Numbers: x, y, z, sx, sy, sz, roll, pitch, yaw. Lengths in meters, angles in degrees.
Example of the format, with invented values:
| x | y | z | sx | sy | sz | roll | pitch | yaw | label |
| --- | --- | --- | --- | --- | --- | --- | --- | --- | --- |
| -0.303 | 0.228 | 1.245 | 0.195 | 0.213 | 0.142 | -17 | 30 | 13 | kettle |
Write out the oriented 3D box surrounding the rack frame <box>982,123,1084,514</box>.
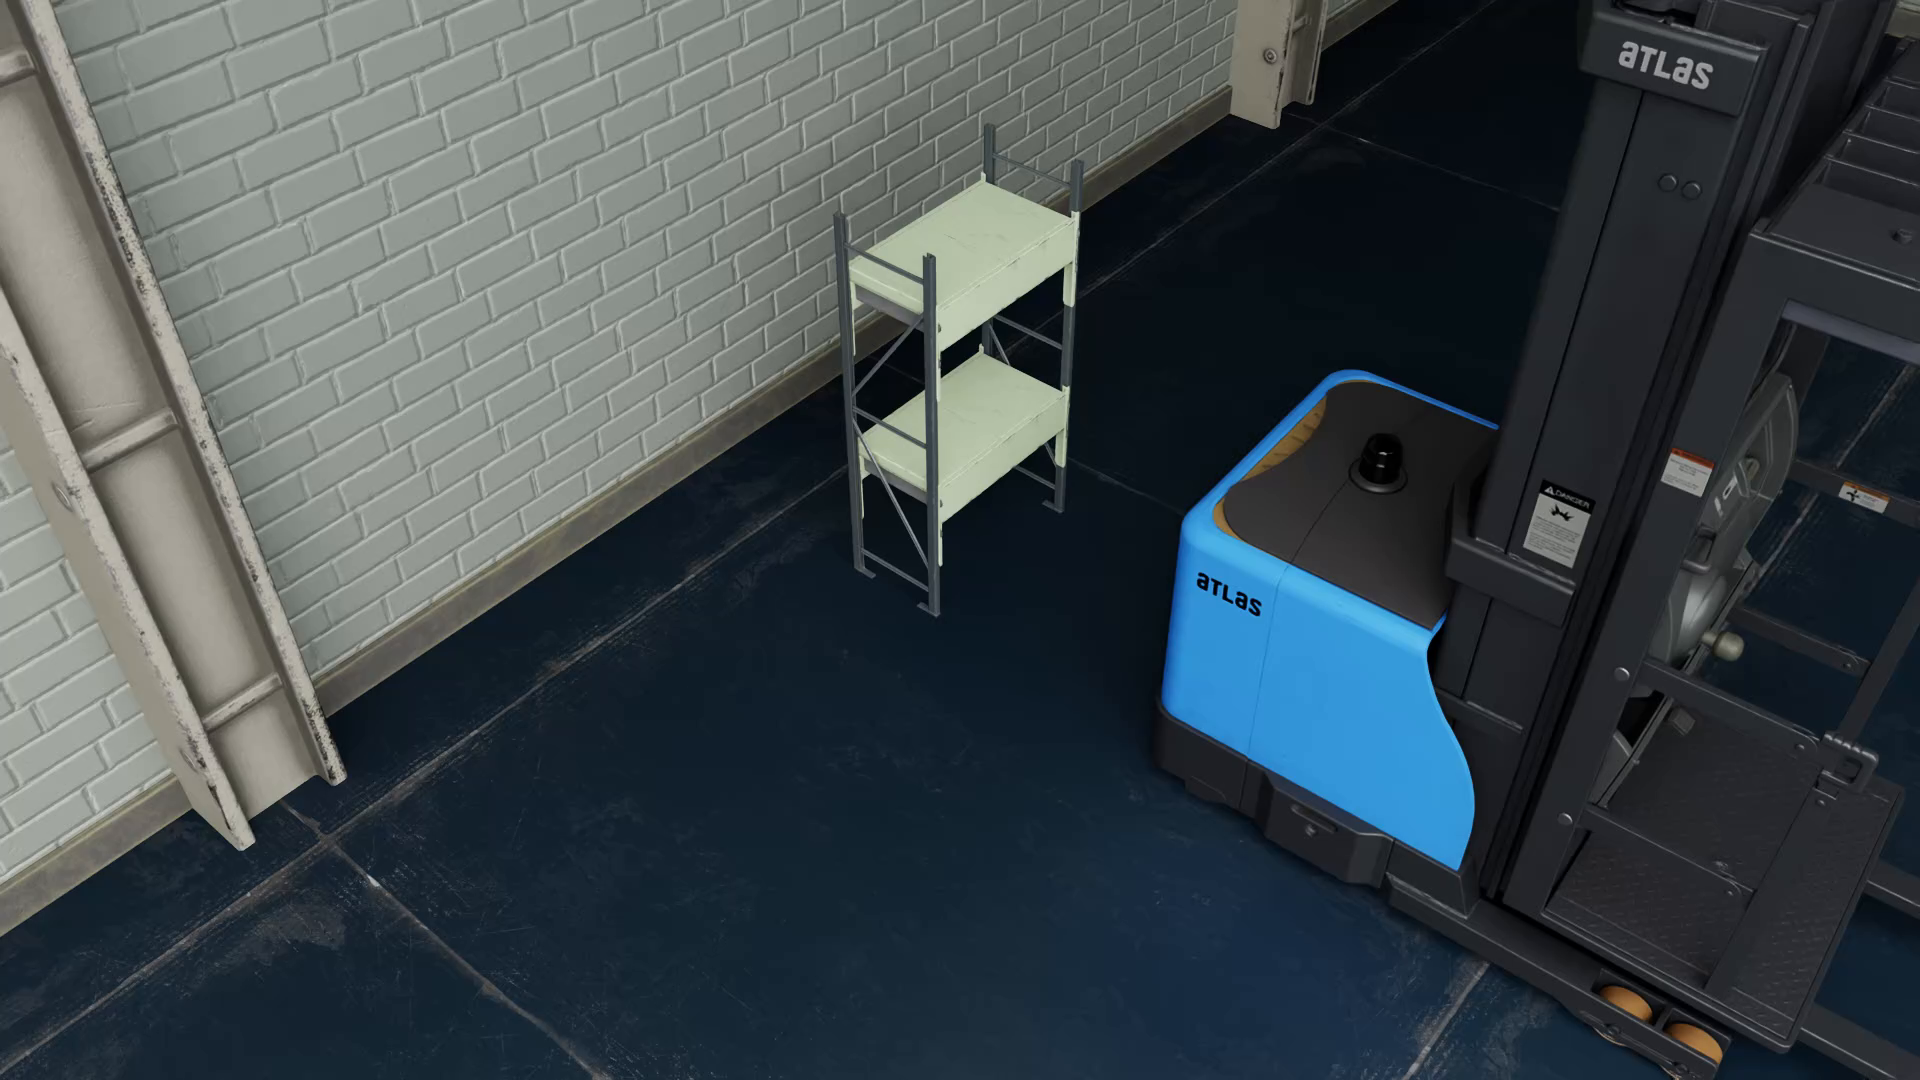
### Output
| x | y | z | sx | sy | sz | roll | pitch | yaw | label |
| --- | --- | --- | --- | --- | --- | --- | --- | --- | --- |
| 0.240 | -0.747 | 5.956 | 0.400 | 1.500 | 0.023 | 29 | 50 | 28 | rack frame |

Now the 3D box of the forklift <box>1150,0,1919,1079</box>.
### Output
| x | y | z | sx | sy | sz | roll | pitch | yaw | label |
| --- | --- | --- | --- | --- | --- | --- | --- | --- | --- |
| 2.091 | 0.008 | 4.063 | 3.031 | 2.935 | 1.130 | 28 | 49 | 27 | forklift |

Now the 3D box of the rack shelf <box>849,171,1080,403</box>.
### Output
| x | y | z | sx | sy | sz | roll | pitch | yaw | label |
| --- | --- | --- | --- | --- | --- | --- | --- | --- | --- |
| 0.004 | -0.847 | 5.487 | 0.431 | 0.370 | 0.720 | 29 | 50 | 28 | rack shelf |

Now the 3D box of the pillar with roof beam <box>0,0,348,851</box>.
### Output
| x | y | z | sx | sy | sz | roll | pitch | yaw | label |
| --- | --- | --- | --- | --- | --- | --- | --- | --- | --- |
| 1.063 | -0.662 | 0.290 | 9.100 | 9.000 | 0.400 | 29 | 50 | 28 | pillar with roof beam |

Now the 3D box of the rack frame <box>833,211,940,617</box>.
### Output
| x | y | z | sx | sy | sz | roll | pitch | yaw | label |
| --- | --- | --- | --- | --- | --- | --- | --- | --- | --- |
| -0.231 | -0.370 | 5.542 | 0.400 | 1.500 | 0.023 | 29 | 50 | 28 | rack frame |

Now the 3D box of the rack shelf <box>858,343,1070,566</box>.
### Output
| x | y | z | sx | sy | sz | roll | pitch | yaw | label |
| --- | --- | --- | --- | --- | --- | --- | --- | --- | --- |
| 0.004 | -0.317 | 5.969 | 0.431 | 0.370 | 0.720 | 29 | 50 | 28 | rack shelf |

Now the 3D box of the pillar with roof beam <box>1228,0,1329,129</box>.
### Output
| x | y | z | sx | sy | sz | roll | pitch | yaw | label |
| --- | --- | --- | --- | --- | --- | --- | --- | --- | --- |
| 4.925 | -3.752 | 3.687 | 9.100 | 9.000 | 0.400 | 29 | 50 | 28 | pillar with roof beam |

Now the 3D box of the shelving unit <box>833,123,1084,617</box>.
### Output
| x | y | z | sx | sy | sz | roll | pitch | yaw | label |
| --- | --- | --- | --- | --- | --- | --- | --- | --- | --- |
| 0.004 | -0.558 | 5.749 | 0.431 | 1.500 | 0.755 | 29 | 50 | 28 | shelving unit |
